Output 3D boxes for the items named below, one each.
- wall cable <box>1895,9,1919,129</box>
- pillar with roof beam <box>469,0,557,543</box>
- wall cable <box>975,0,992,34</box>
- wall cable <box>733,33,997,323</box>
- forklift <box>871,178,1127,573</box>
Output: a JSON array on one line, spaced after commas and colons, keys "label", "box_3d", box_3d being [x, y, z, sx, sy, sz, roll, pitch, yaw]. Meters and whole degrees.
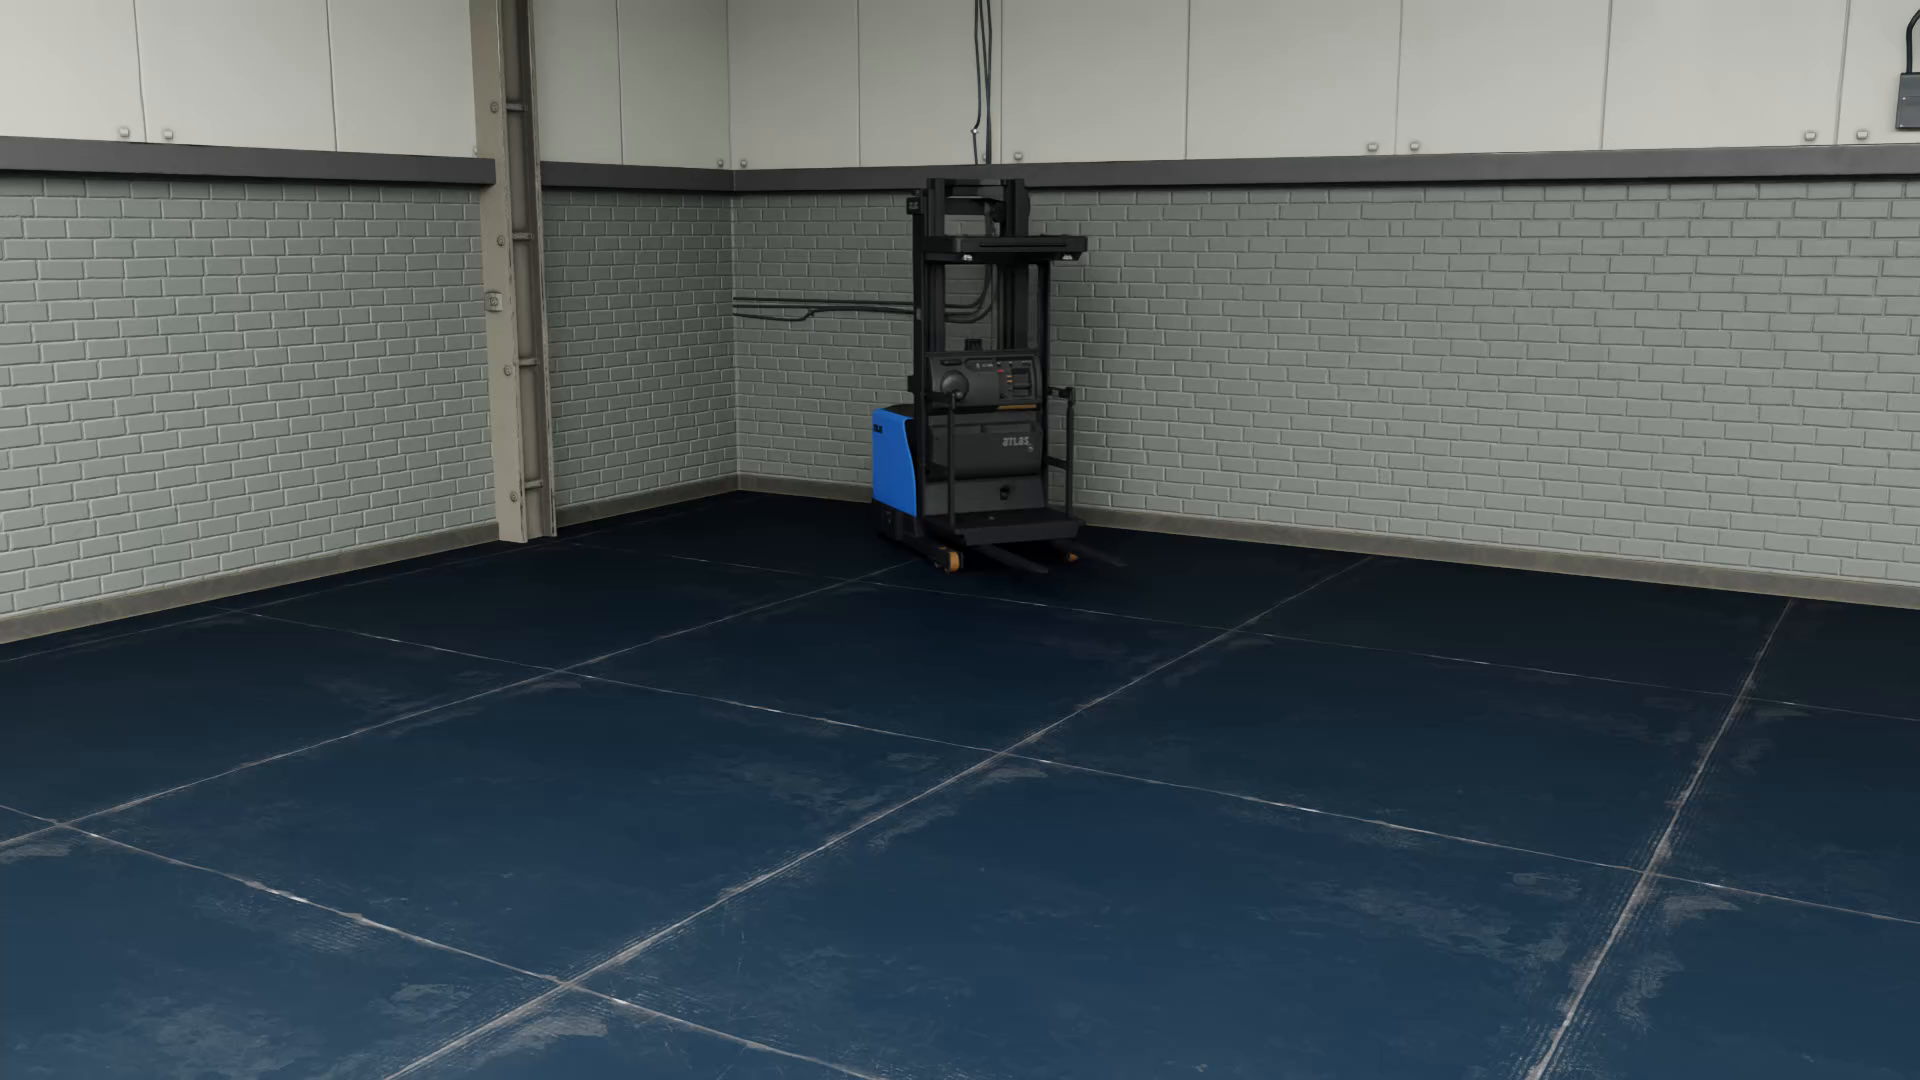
[{"label": "wall cable", "box_3d": [7.127, -5.543, 9.779, 2.305, 6.003, 0.169, 6, 12, 31]}, {"label": "pillar with roof beam", "box_3d": [0.041, -4.032, 10.953, 9.100, 9.000, 0.400, 6, 12, 31]}, {"label": "wall cable", "box_3d": [1.334, -5.478, 13.391, 3.097, 2.526, 0.112, 6, 12, 31]}, {"label": "wall cable", "box_3d": [-0.978, -3.254, 15.236, 3.097, 2.526, 0.112, 6, 12, 31]}, {"label": "forklift", "box_3d": [0.286, -1.281, 12.744, 1.130, 2.935, 3.031, -4, 11, -22]}]
